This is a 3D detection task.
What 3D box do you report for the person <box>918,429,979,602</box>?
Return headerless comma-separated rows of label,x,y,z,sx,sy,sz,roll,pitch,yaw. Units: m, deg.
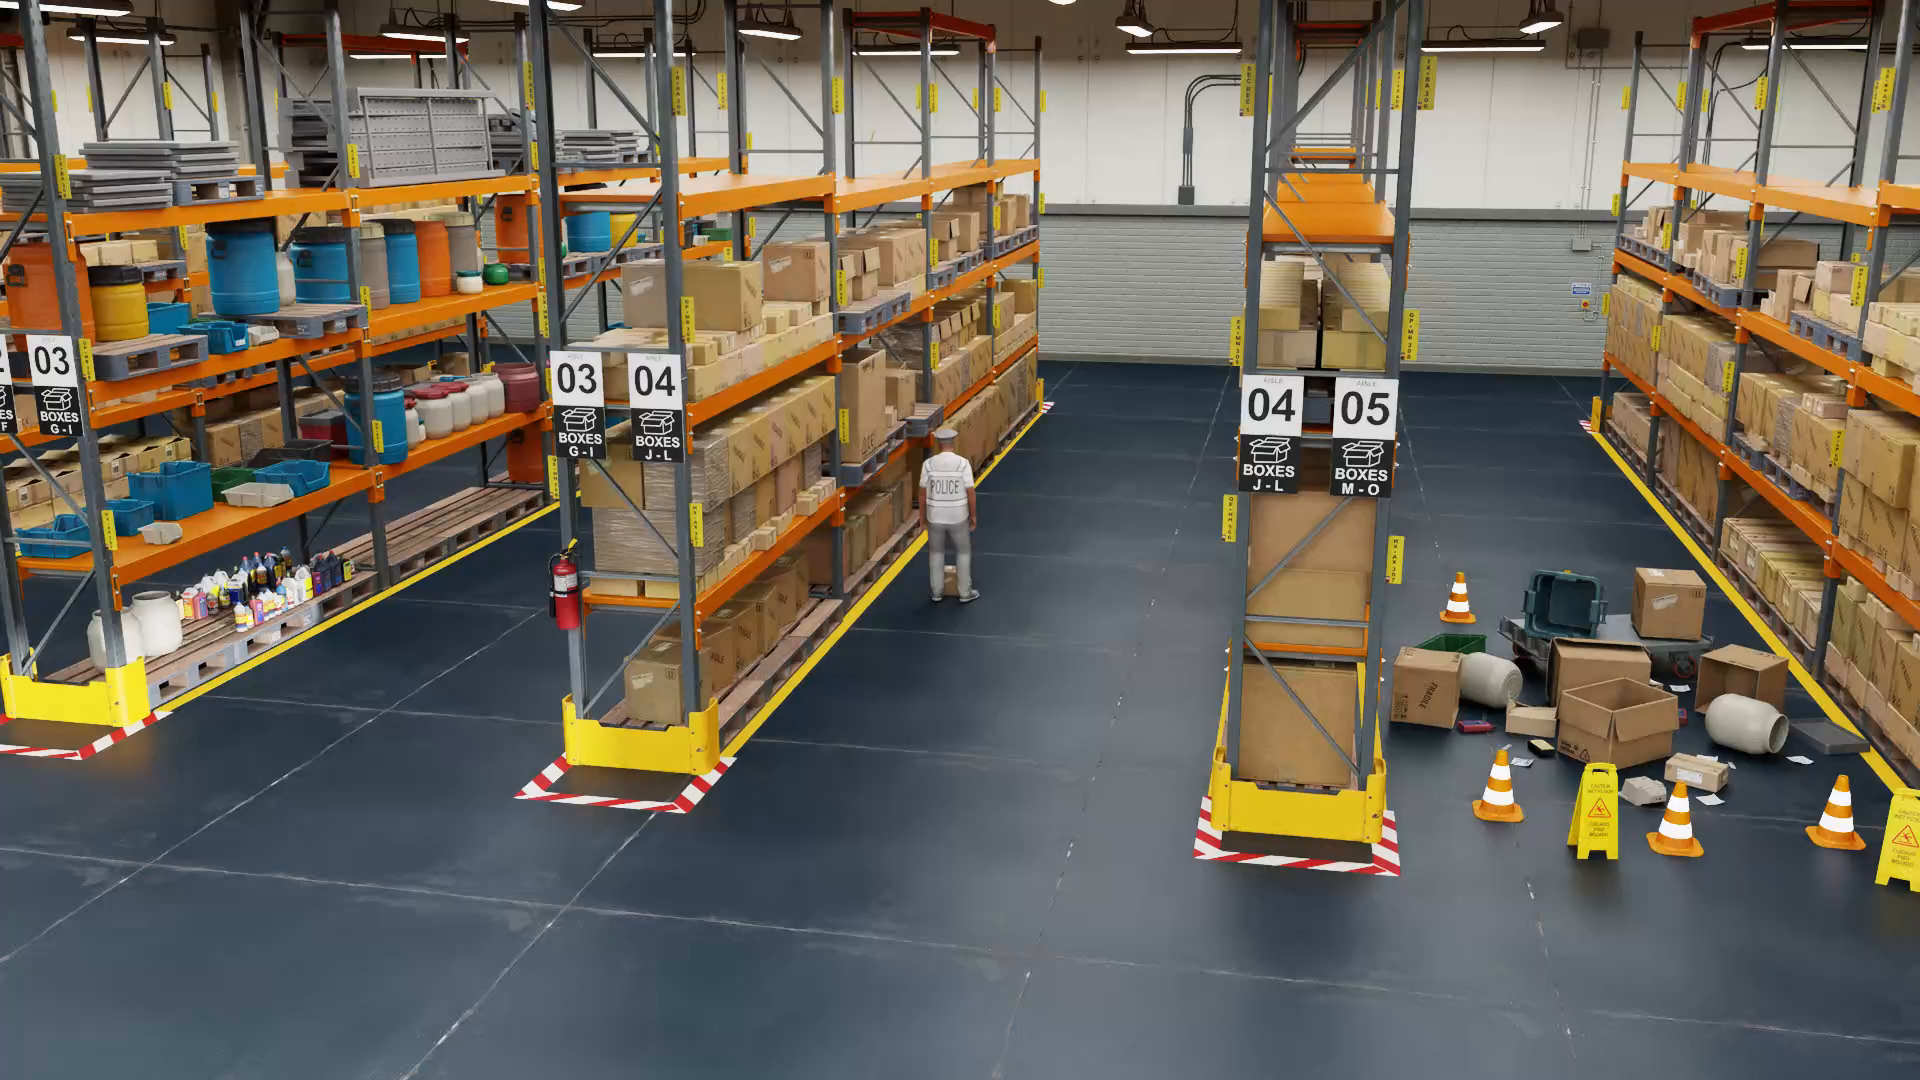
person,-0.122,-0.235,16.896,0.606,1.749,0.433,2,15,8
